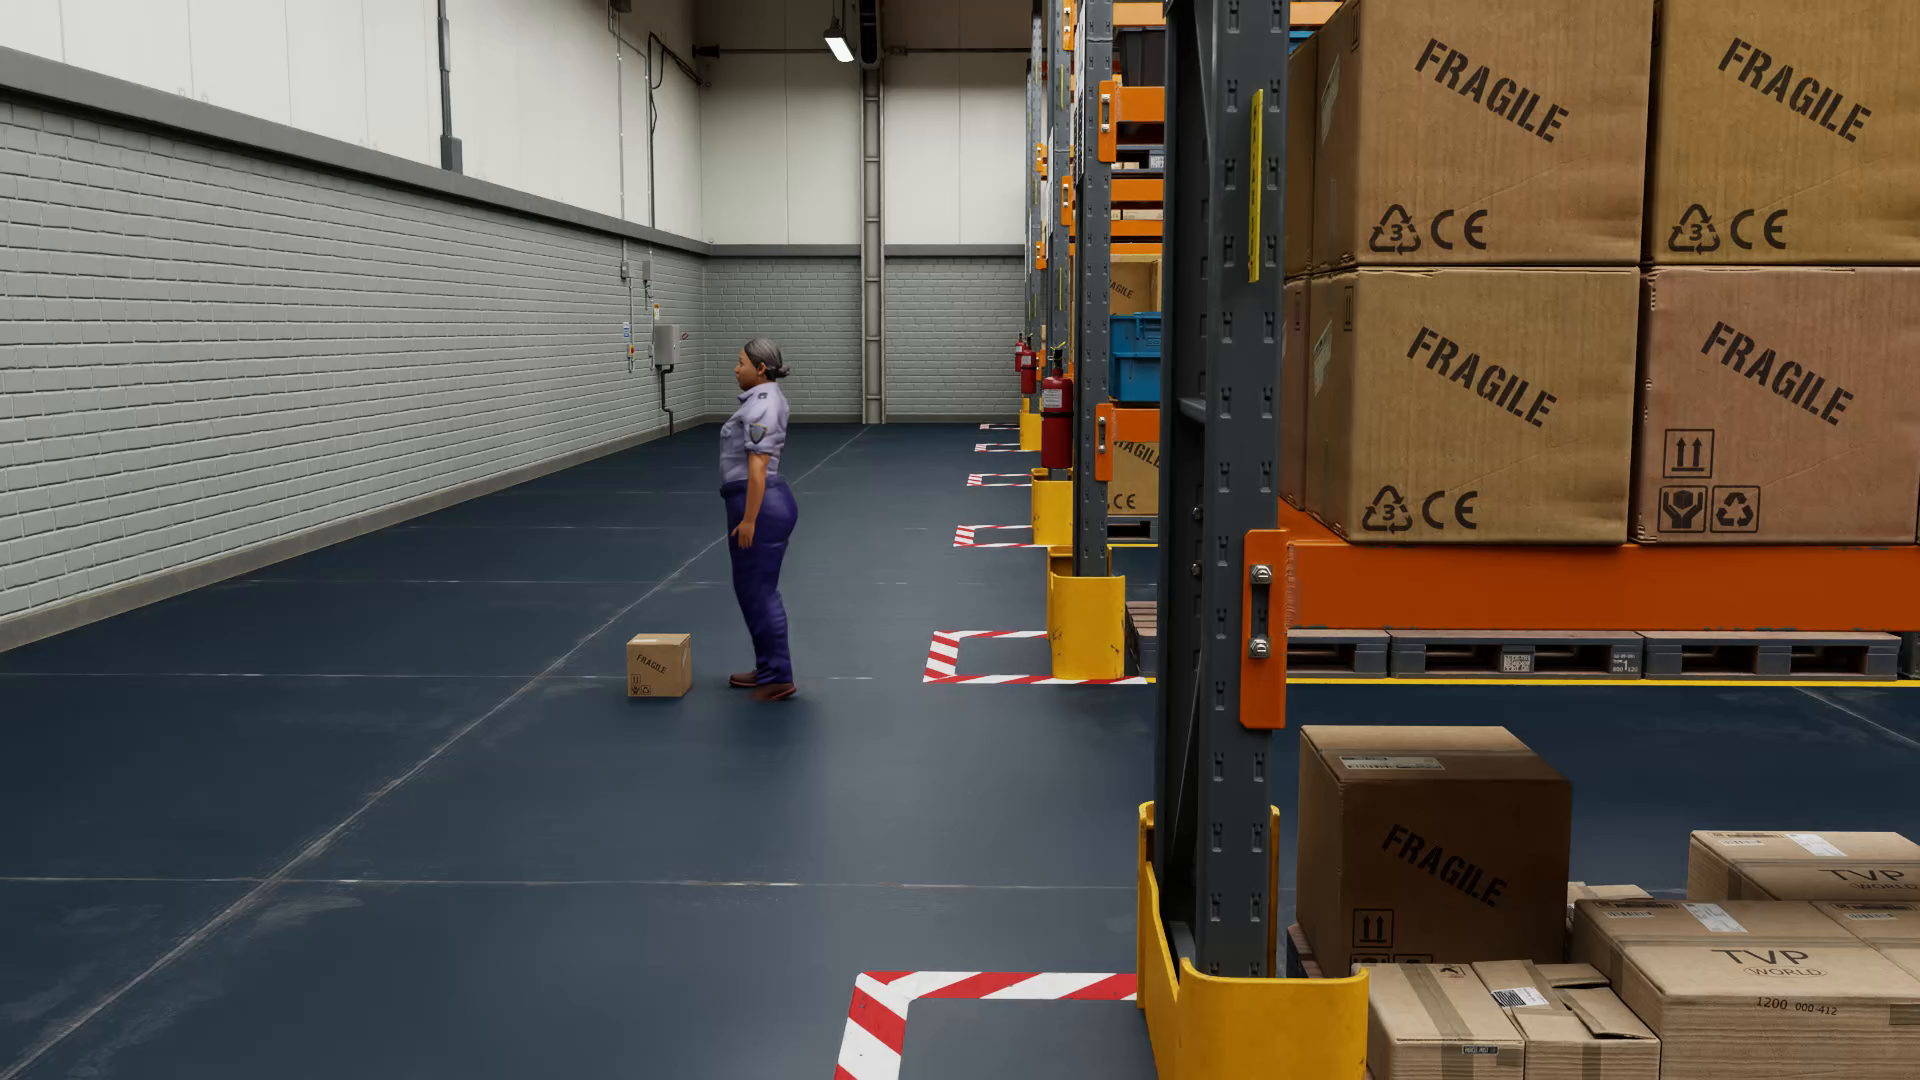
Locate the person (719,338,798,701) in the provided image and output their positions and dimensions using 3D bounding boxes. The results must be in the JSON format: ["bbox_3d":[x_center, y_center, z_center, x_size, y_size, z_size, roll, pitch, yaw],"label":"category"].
[{"bbox_3d":[-0.924,-0.084,7.653,0.360,1.682,0.467,0,7,3],"label":"person"}]
